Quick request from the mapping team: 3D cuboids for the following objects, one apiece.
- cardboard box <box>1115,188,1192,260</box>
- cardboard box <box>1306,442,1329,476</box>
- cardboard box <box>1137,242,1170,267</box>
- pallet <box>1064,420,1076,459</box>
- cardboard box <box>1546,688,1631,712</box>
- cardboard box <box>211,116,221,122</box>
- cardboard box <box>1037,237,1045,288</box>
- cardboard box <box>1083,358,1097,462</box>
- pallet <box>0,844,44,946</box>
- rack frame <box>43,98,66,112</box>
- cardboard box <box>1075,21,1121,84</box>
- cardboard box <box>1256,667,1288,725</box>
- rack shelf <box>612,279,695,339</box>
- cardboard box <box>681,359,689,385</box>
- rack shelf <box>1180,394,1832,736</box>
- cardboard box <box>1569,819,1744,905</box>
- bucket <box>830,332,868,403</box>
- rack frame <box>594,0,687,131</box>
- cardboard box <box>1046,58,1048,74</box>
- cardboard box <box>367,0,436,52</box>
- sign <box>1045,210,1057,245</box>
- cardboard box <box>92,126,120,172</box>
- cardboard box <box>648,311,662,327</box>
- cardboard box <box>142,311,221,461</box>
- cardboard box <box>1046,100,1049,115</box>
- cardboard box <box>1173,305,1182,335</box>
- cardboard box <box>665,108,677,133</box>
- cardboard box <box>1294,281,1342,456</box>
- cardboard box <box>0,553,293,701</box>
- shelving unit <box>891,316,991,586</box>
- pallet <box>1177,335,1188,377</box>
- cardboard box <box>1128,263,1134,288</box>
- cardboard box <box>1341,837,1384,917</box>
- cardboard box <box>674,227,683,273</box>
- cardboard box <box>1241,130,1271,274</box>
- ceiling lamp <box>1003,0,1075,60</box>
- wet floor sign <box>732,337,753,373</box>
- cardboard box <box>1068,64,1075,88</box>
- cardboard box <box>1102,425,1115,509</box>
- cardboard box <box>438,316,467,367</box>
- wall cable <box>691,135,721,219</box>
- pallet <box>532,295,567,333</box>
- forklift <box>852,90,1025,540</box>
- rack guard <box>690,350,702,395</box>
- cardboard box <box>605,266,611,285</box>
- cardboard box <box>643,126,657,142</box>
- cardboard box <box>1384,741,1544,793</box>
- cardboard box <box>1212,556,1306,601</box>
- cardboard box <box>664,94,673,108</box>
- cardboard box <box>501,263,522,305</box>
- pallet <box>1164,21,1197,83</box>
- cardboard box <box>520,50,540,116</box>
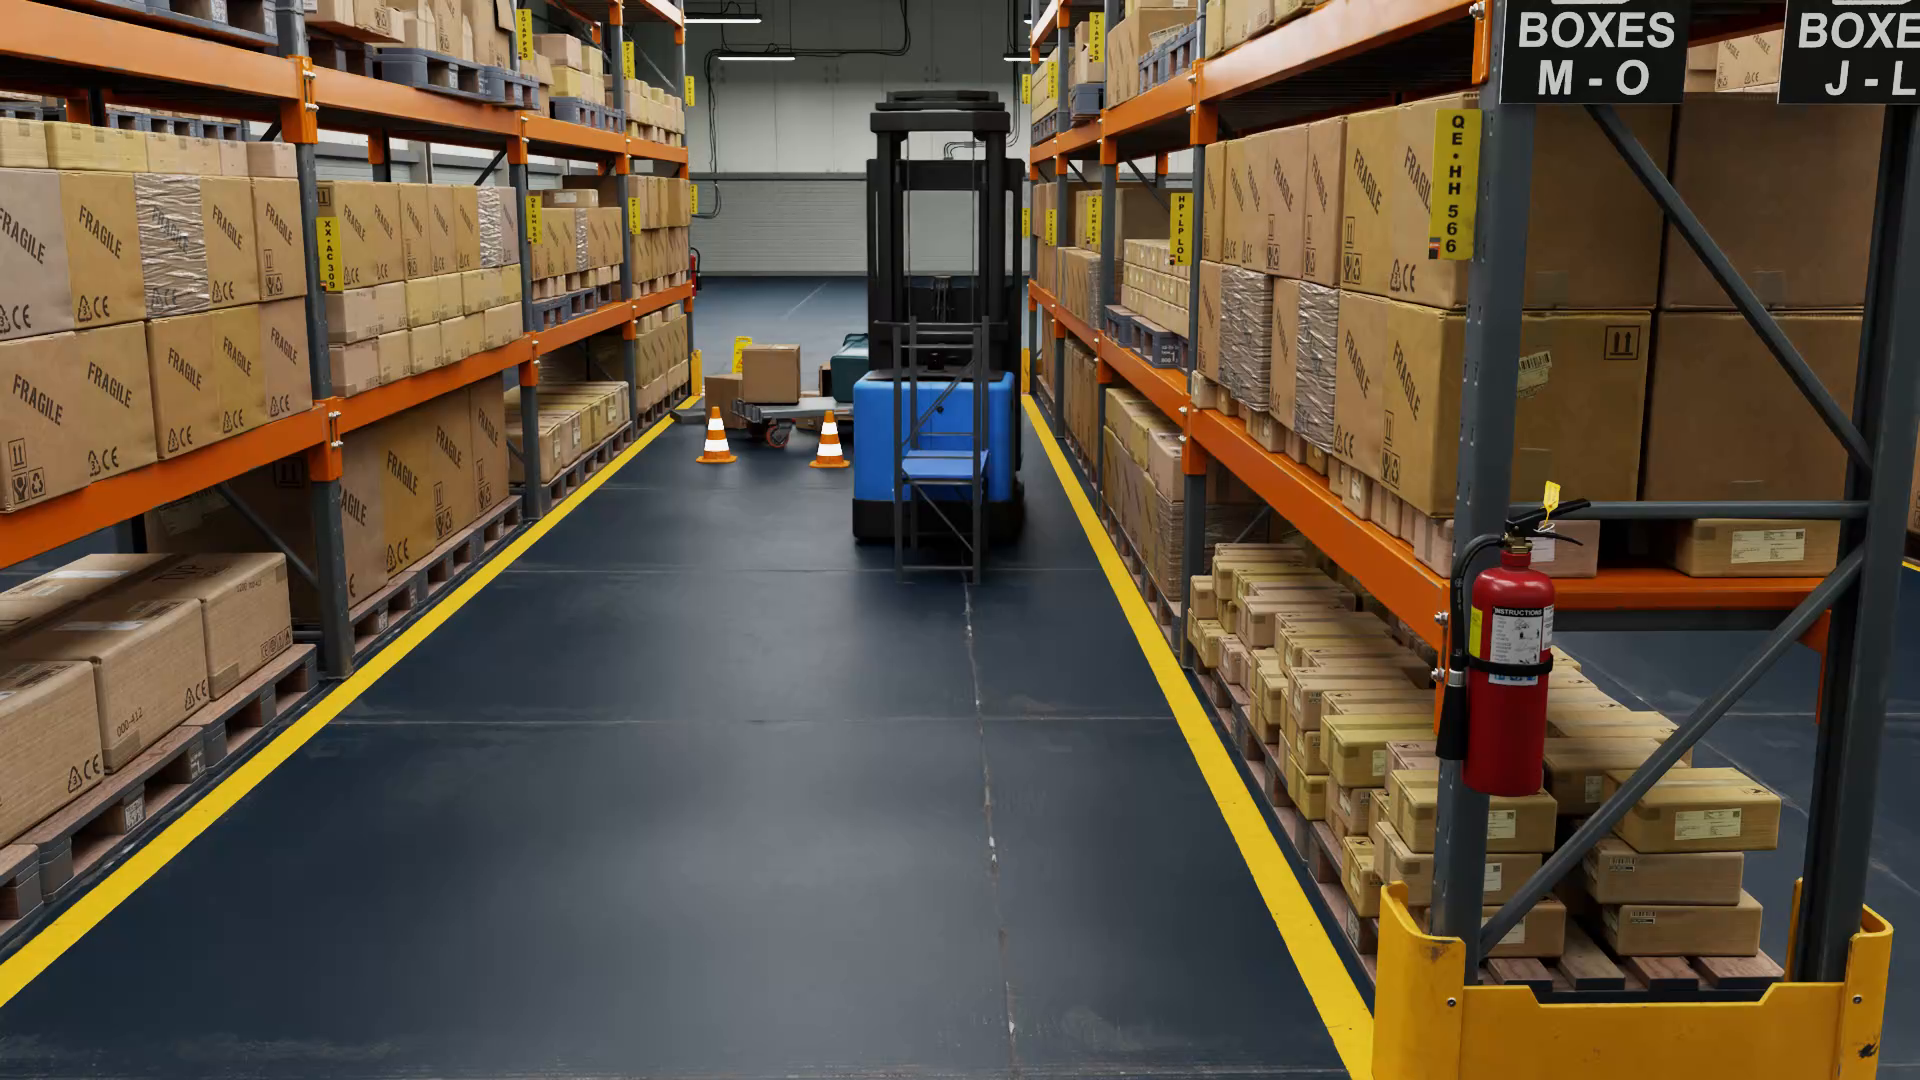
[{"bbox_3d":[1.485,-2.280,11.987,0.700,0.500,0.500,0,11,-1],"label":"cardboard box"},{"bbox_3d":[1.400,-0.311,5.680,0.380,0.149,0.250,0,11,0],"label":"cardboard box"},{"bbox_3d":[1.314,-1.779,10.361,0.380,0.149,0.250,-1,11,-4],"label":"cardboard box"},{"bbox_3d":[1.493,-0.927,15.099,1.003,0.211,1.213,0,11,-1],"label":"pallet"},{"bbox_3d":[1.888,0.579,5.279,0.380,0.149,0.250,-1,11,-4],"label":"cardboard box"},{"bbox_3d":[-8.270,-4.619,18.061,0.380,0.149,0.250,-1,11,-3],"label":"cardboard box"},{"bbox_3d":[1.291,-3.021,18.028,0.875,0.550,0.550,0,11,-1],"label":"cardboard box"},{"bbox_3d":[1.540,-1.050,13.293,1.050,0.750,0.750,0,11,0],"label":"cardboard box"},{"bbox_3d":[-3.392,1.187,4.678,1.003,0.211,1.213,0,11,-1],"label":"pallet"},{"bbox_3d":[-8.508,-5.325,14.676,1.000,3.000,0.127,0,11,-1],"label":"rack frame"},{"bbox_3d":[1.168,-3.770,12.994,0.500,0.500,0.500,0,11,-1],"label":"cardboard box"},{"bbox_3d":[1.297,0.569,6.078,0.380,0.149,0.250,0,11,-1],"label":"cardboard box"},{"bbox_3d":[-3.587,-2.451,17.408,1.077,0.370,4.000,0,11,-1],"label":"rack shelf"},{"bbox_3d":[-3.342,-1.895,18.717,0.500,0.250,0.500,0,11,-1],"label":"cardboard box"},{"bbox_3d":[1.608,-0.106,5.849,1.077,0.370,4.000,0,11,-1],"label":"rack shelf"},{"bbox_3d":[1.895,0.879,4.549,0.380,0.149,0.250,0,11,1],"label":"cardboard box"},{"bbox_3d":[-0.906,-1.605,15.837,0.726,0.611,0.620,4,22,18],"label":"bucket"},{"bbox_3d":[-3.628,-6.142,18.699,1.000,3.000,0.127,0,11,-1],"label":"rack frame"},{"bbox_3d":[1.054,-4.712,16.516,0.380,0.149,0.250,0,11,-1],"label":"cardboard box"},{"bbox_3d":[-3.068,-2.791,9.009,0.396,0.266,0.258,1,11,4],"label":"cardboard box"},{"bbox_3d":[0.847,-2.907,15.469,0.100,0.325,0.005,0,11,-1],"label":"sign"},{"bbox_3d":[-3.072,-1.310,5.574,0.380,0.149,0.250,0,11,-1],"label":"cardboard box"},{"bbox_3d":[-3.251,-2.249,16.944,0.380,0.149,0.250,0,11,2],"label":"cardboard box"},{"bbox_3d":[-3.074,-0.572,6.082,0.500,0.500,0.500,0,11,-2],"label":"cardboard box"},{"bbox_3d":[1.053,-4.322,16.596,0.380,0.149,0.250,0,11,0],"label":"cardboard box"},{"bbox_3d":[1.347,-1.168,8.850,0.380,0.149,0.250,-1,11,-4],"label":"cardboard box"},{"bbox_3d":[-3.352,-4.543,17.994,0.500,0.250,0.500,0,11,-2],"label":"cardboard box"},{"bbox_3d":[1.358,-0.548,5.215,0.500,0.500,0.500,0,11,-1],"label":"cardboard box"},{"bbox_3d":[-3.474,0.359,7.134,0.875,0.438,0.875,0,11,-2],"label":"cardboard box"},{"bbox_3d":[-0.099,-0.572,10.107,0.538,1.500,1.048,1,11,3],"label":"shelving unit"},{"bbox_3d":[1.697,-0.915,8.508,1.003,0.211,1.213,0,11,-1],"label":"pallet"},{"bbox_3d":[1.301,-1.729,10.867,0.380,0.149,0.250,0,11,2],"label":"cardboard box"},{"bbox_3d":[1.324,0.975,4.821,0.380,0.149,0.250,0,11,1],"label":"cardboard box"},{"bbox_3d":[-3.335,-3.190,18.239,0.500,0.500,0.500,0,11,-1],"label":"cardboard box"},{"bbox_3d":[1.338,-1.247,6.149,0.500,0.500,0.500,0,11,0],"label":"cardboard box"},{"bbox_3d":[2.120,-14.084,43.169,2.000,3.185,0.800,0,11,-1],"label":"ceiling lamp"},{"bbox_3d":[-2.562,-2.090,19.738,0.267,0.644,0.232,4,12,18],"label":"wet floor sign"},{"bbox_3d":[1.135,-4.341,15.688,0.500,0.250,0.500,0,11,-2],"label":"cardboard box"},{"bbox_3d":[1.244,-0.491,11.165,0.500,0.500,0.500,-1,11,-4],"label":"cardboard box"},{"bbox_3d":[-3.133,-1.135,9.489,0.500,0.250,0.500,0,11,-2],"label":"cardboard box"},{"bbox_3d":[-8.836,-11.011,50.512,3.097,2.526,0.112,0,11,-1],"label":"wall cable"},{"bbox_3d":[-3.584,-1.659,12.172,1.213,0.211,1.003,0,11,-1],"label":"pallet"},{"bbox_3d":[-0.092,-1.682,11.980,1.130,2.935,3.031,1,11,3],"label":"forklift"},{"bbox_3d":[-3.626,-1.961,19.470,1.175,0.500,0.348,0,11,-1],"label":"rack guard"},{"bbox_3d":[-3.230,-2.284,14.351,0.380,0.149,0.250,0,11,-2],"label":"cardboard box"},{"bbox_3d":[-3.245,-4.073,16.679,0.380,0.149,0.250,0,11,-2],"label":"cardboard box"},{"bbox_3d":[1.438,0.684,4.761,0.380,0.149,0.250,0,11,0],"label":"cardboard box"},{"bbox_3d":[1.313,0.167,7.307,0.380,0.149,0.250,0,11,2],"label":"cardboard box"},{"bbox_3d":[-3.335,-4.771,18.115,0.380,0.149,0.250,0,11,-2],"label":"cardboard box"},{"bbox_3d":[-3.199,-1.688,10.953,0.500,0.250,0.500,0,11,-1],"label":"cardboard box"},{"bbox_3d":[1.661,-2.358,8.065,1.213,0.211,1.003,0,11,-1],"label":"pallet"},{"bbox_3d":[-3.472,-3.319,12.078,0.700,0.500,0.500,0,11,-1],"label":"cardboard box"}]
